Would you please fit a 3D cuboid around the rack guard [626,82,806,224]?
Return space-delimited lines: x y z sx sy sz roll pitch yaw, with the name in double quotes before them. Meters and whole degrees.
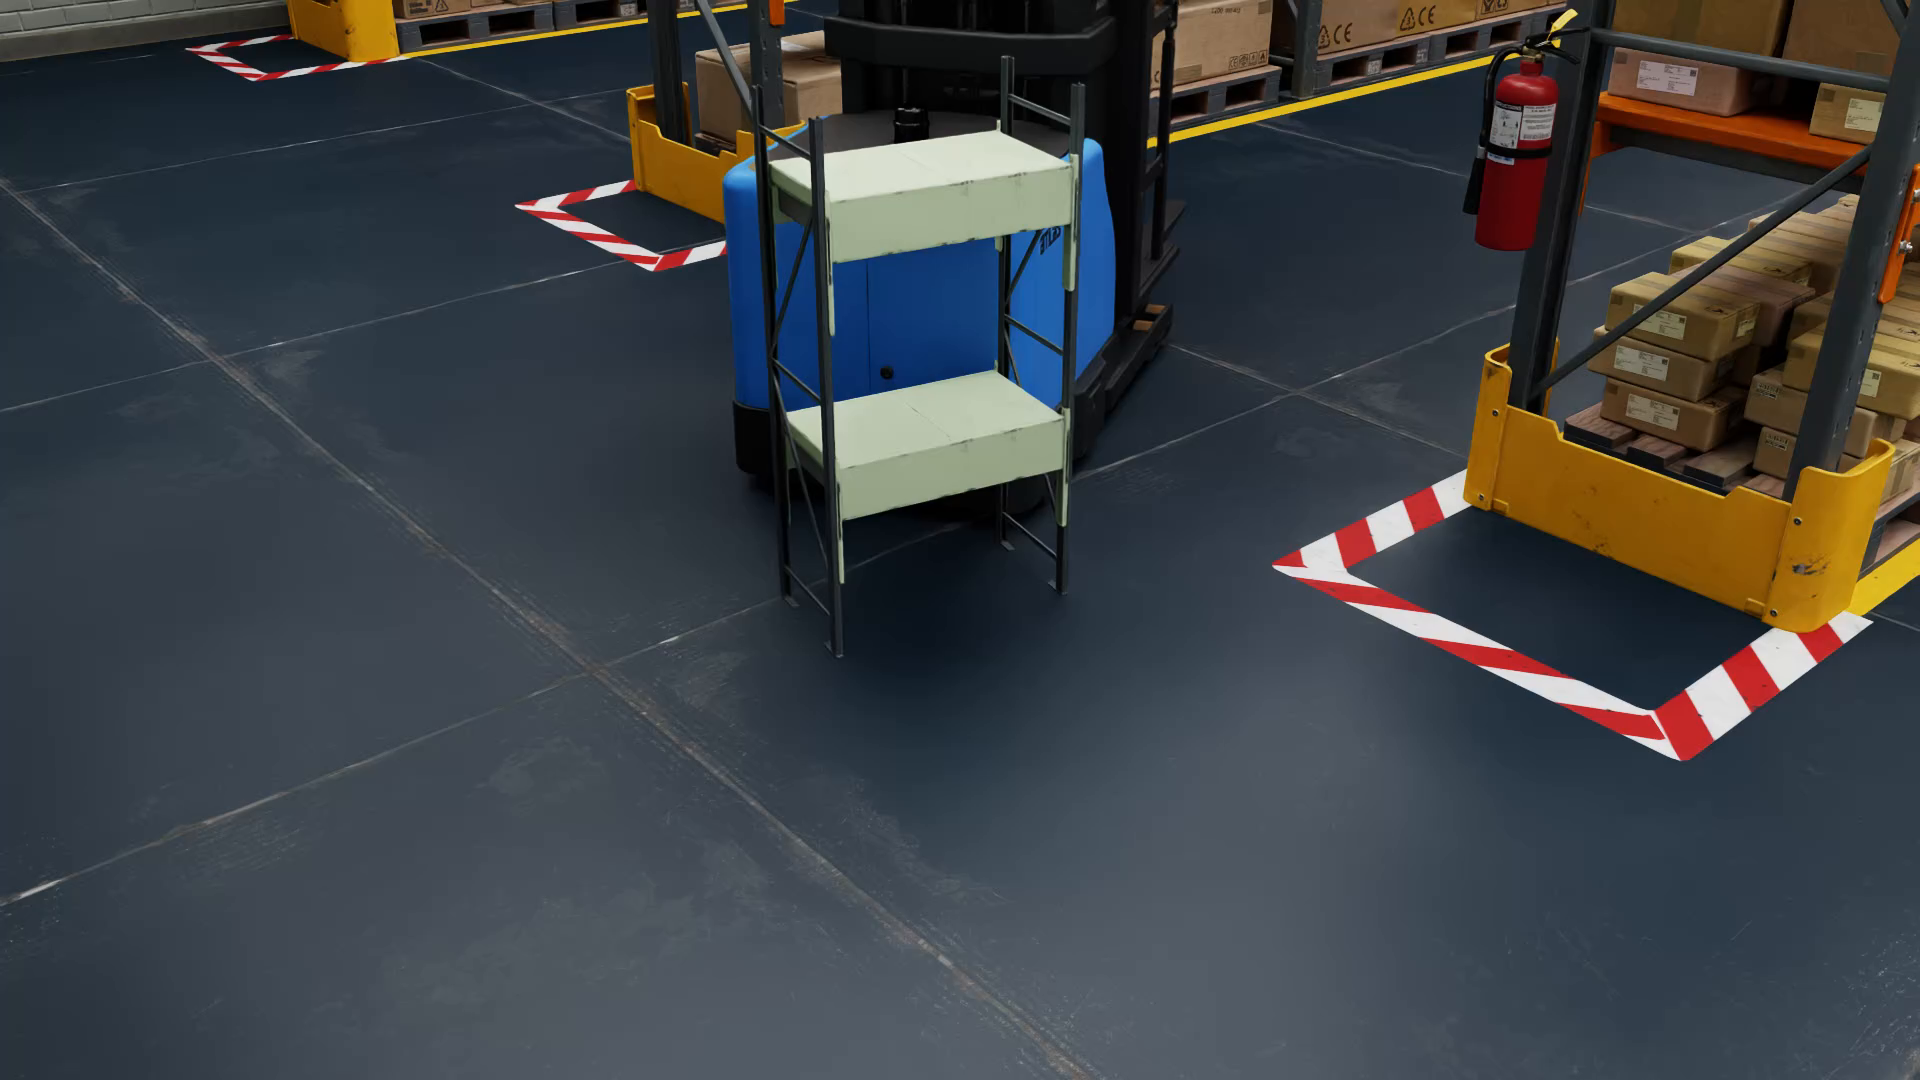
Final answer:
"rack guard" -1.217 -1.916 8.305 0.348 0.500 1.175 -22 35 -35

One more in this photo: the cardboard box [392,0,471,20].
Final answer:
"cardboard box" -3.896 -4.042 11.833 0.637 0.503 0.797 -24 36 -37

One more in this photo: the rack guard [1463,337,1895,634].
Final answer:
"rack guard" 2.149 -0.202 5.098 0.348 0.500 1.175 -22 35 -35

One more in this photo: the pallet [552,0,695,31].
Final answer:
"pallet" -2.831 -4.213 12.910 1.213 0.211 1.003 -22 35 -35

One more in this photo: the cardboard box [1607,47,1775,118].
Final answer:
"cardboard box" 2.156 -1.372 4.901 0.250 0.149 0.380 -22 35 -35

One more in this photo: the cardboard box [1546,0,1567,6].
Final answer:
"cardboard box" 4.308 -4.540 12.371 0.875 0.875 0.875 -22 35 -35

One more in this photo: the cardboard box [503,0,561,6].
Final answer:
"cardboard box" -3.220 -4.288 12.297 0.500 0.500 0.700 -20 34 -33

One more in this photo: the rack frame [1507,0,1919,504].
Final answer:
"rack frame" 2.091 -1.282 4.466 0.127 3.000 1.000 -22 35 -35

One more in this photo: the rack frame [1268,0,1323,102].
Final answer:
"rack frame" 1.845 -4.249 10.019 0.127 3.000 1.000 -22 35 -35

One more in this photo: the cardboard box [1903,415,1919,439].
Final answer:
"cardboard box" 2.902 -0.472 5.215 0.250 0.149 0.380 -22 35 -35

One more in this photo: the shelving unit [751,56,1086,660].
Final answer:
"shelving unit" -0.106 -0.496 4.587 0.755 1.500 0.431 -14 31 -25

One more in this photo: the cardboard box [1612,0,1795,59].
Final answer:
"cardboard box" 2.266 -1.687 4.802 0.500 0.500 0.500 -21 35 -34

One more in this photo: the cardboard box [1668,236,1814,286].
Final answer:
"cardboard box" 2.673 -0.906 5.710 0.250 0.149 0.380 -23 36 -36

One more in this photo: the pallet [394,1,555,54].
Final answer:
"pallet" -3.759 -3.842 12.215 1.213 0.211 1.003 -22 35 -35

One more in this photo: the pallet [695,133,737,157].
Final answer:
"pallet" -0.641 -2.068 8.897 1.213 0.211 1.003 -22 35 -35

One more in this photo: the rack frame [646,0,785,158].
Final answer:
"rack frame" -1.198 -3.026 7.729 0.127 3.000 1.000 -22 35 -35

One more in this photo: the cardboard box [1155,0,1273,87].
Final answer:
"cardboard box" 1.297 -3.151 10.236 0.875 0.438 0.875 -22 35 -36

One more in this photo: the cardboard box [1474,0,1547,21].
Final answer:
"cardboard box" 3.627 -4.268 11.863 0.875 0.875 0.875 -21 35 -34

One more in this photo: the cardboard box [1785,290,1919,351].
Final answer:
"cardboard box" 2.842 -0.638 5.209 0.250 0.149 0.380 -21 35 -34

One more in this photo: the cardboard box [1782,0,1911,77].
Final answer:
"cardboard box" 2.612 -1.495 4.444 0.500 0.500 0.500 -20 34 -33

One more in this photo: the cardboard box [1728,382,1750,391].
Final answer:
"cardboard box" 2.486 -0.560 5.695 0.250 0.149 0.380 -21 34 -33

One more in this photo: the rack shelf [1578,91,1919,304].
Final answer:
"rack shelf" 3.613 -1.576 5.780 4.000 0.370 1.077 -22 35 -35

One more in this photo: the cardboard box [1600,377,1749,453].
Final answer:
"cardboard box" 2.357 -0.445 5.480 0.250 0.149 0.380 -21 35 -34

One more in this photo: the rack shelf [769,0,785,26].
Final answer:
"rack shelf" 0.323 -3.320 9.044 4.000 0.370 1.077 -22 35 -35

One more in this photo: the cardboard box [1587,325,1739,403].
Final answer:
"cardboard box" 2.308 -0.605 5.462 0.250 0.149 0.380 -23 36 -36

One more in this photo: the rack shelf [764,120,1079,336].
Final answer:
"rack shelf" -0.106 -0.840 4.403 0.720 0.370 0.431 -14 31 -25

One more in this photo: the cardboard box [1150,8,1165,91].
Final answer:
"cardboard box" 0.617 -2.877 9.724 0.875 0.438 0.875 -23 36 -36

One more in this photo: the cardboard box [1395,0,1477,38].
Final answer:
"cardboard box" 2.947 -3.995 11.352 0.875 0.875 0.875 -21 34 -34

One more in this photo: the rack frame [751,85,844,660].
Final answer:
"rack frame" -0.429 -0.414 4.434 0.023 1.500 0.400 -14 31 -25

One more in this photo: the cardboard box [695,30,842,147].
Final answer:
"cardboard box" -0.761 -2.319 8.679 0.875 0.438 0.875 -23 36 -37

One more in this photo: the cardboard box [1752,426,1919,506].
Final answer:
"cardboard box" 2.698 -0.255 5.124 0.250 0.149 0.380 -21 35 -34

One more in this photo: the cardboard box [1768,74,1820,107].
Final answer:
"cardboard box" 2.370 -1.435 5.018 0.250 0.149 0.380 -22 35 -35

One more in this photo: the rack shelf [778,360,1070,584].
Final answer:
"rack shelf" -0.106 -0.208 4.740 0.720 0.370 0.431 -14 31 -25

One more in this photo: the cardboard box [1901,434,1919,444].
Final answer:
"cardboard box" 2.844 -0.364 5.329 0.250 0.149 0.380 -22 35 -35

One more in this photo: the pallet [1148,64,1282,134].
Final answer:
"pallet" 1.215 -2.815 10.293 1.213 0.211 1.003 -22 35 -35

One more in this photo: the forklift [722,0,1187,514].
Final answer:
"forklift" 0.223 -2.050 5.976 1.130 2.935 3.031 10 30 17

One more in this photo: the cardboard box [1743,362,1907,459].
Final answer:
"cardboard box" 2.657 -0.409 5.096 0.250 0.149 0.380 -20 34 -33

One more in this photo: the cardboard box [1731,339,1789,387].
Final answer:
"cardboard box" 2.542 -0.665 5.576 0.250 0.149 0.380 -23 36 -36

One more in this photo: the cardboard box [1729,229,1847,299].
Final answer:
"cardboard box" 2.911 -0.962 5.816 0.250 0.149 0.380 -24 36 -37

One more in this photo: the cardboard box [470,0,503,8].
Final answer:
"cardboard box" -3.547 -4.001 12.134 0.250 0.149 0.380 -24 36 -37

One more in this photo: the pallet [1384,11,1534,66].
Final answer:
"pallet" 3.311 -3.658 11.870 1.213 0.211 1.003 -22 35 -35

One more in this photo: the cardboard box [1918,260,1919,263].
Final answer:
"cardboard box" 3.469 -0.856 5.617 0.250 0.149 0.380 -20 34 -33

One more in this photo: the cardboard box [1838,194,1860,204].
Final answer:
"cardboard box" 3.532 -1.196 6.253 0.250 0.149 0.380 -22 35 -35

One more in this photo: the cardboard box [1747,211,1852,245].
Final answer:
"cardboard box" 3.079 -1.064 6.007 0.250 0.149 0.380 -20 34 -33

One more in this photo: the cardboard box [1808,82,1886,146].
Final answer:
"cardboard box" 2.551 -1.152 4.491 0.250 0.149 0.380 -22 35 -35

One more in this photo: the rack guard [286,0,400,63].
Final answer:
"rack guard" -4.365 -3.725 11.690 0.348 0.500 1.175 -22 35 -35

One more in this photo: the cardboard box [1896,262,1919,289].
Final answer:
"cardboard box" 3.252 -0.775 5.465 0.250 0.149 0.380 -24 36 -37

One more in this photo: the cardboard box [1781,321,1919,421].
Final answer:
"cardboard box" 2.711 -0.510 4.970 0.250 0.149 0.380 -24 36 -37

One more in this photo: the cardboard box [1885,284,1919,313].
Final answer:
"cardboard box" 3.117 -0.669 5.267 0.250 0.149 0.380 -22 35 -35

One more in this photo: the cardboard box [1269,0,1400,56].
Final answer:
"cardboard box" 2.264 -3.716 10.829 0.875 0.875 0.875 -21 34 -33

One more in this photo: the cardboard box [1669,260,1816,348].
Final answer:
"cardboard box" 2.558 -0.781 5.477 0.250 0.149 0.380 -21 35 -34

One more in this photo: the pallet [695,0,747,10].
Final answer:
"pallet" -1.903 -4.588 13.612 1.213 0.211 1.003 -22 35 -35

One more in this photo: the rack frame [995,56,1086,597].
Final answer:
"rack frame" 0.216 -0.578 4.739 0.023 1.500 0.400 -14 31 -25

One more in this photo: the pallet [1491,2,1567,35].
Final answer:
"pallet" 4.239 -4.029 12.565 1.213 0.211 1.003 -22 35 -35

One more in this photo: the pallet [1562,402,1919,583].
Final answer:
"pallet" 2.790 -0.311 5.608 1.213 0.211 1.003 -22 35 -35

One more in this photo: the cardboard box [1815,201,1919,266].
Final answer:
"cardboard box" 3.352 -1.105 6.084 0.250 0.149 0.380 -23 36 -36

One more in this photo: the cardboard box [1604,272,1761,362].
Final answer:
"cardboard box" 2.330 -0.725 5.372 0.250 0.149 0.380 -21 35 -34

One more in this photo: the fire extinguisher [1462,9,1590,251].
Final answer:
"fire extinguisher" 1.600 -1.172 4.737 0.183 0.674 0.296 -22 35 -35

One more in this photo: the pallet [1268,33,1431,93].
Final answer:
"pallet" 2.383 -3.283 11.168 1.213 0.211 1.003 -22 35 -35
